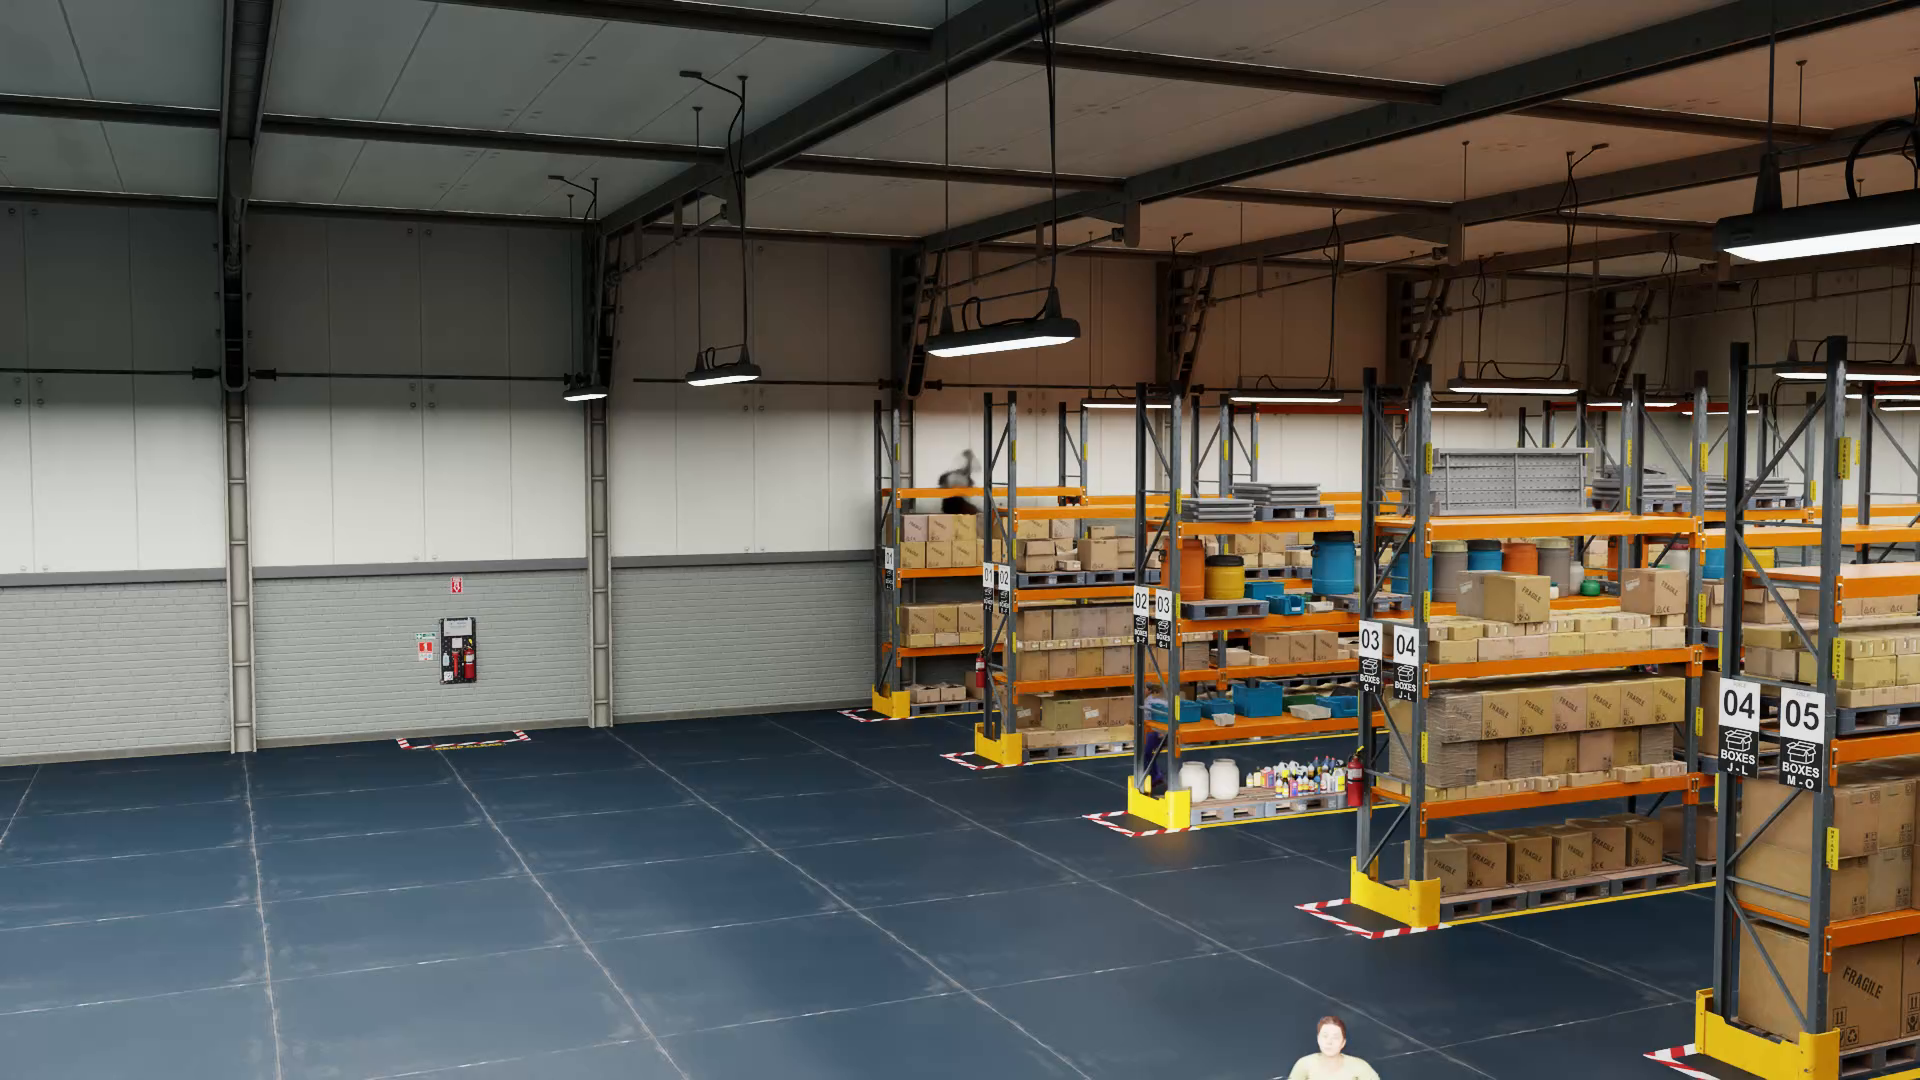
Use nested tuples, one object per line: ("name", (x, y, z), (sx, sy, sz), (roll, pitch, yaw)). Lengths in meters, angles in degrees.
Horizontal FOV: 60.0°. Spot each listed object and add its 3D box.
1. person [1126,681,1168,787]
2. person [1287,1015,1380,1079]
("person", (2.785, 2.933, 24.586), (0.695, 1.705, 0.628), (-2, 4, -25))
("person", (2.300, 3.750, 10.281), (0.617, 1.636, 0.560), (1, 4, 19))
